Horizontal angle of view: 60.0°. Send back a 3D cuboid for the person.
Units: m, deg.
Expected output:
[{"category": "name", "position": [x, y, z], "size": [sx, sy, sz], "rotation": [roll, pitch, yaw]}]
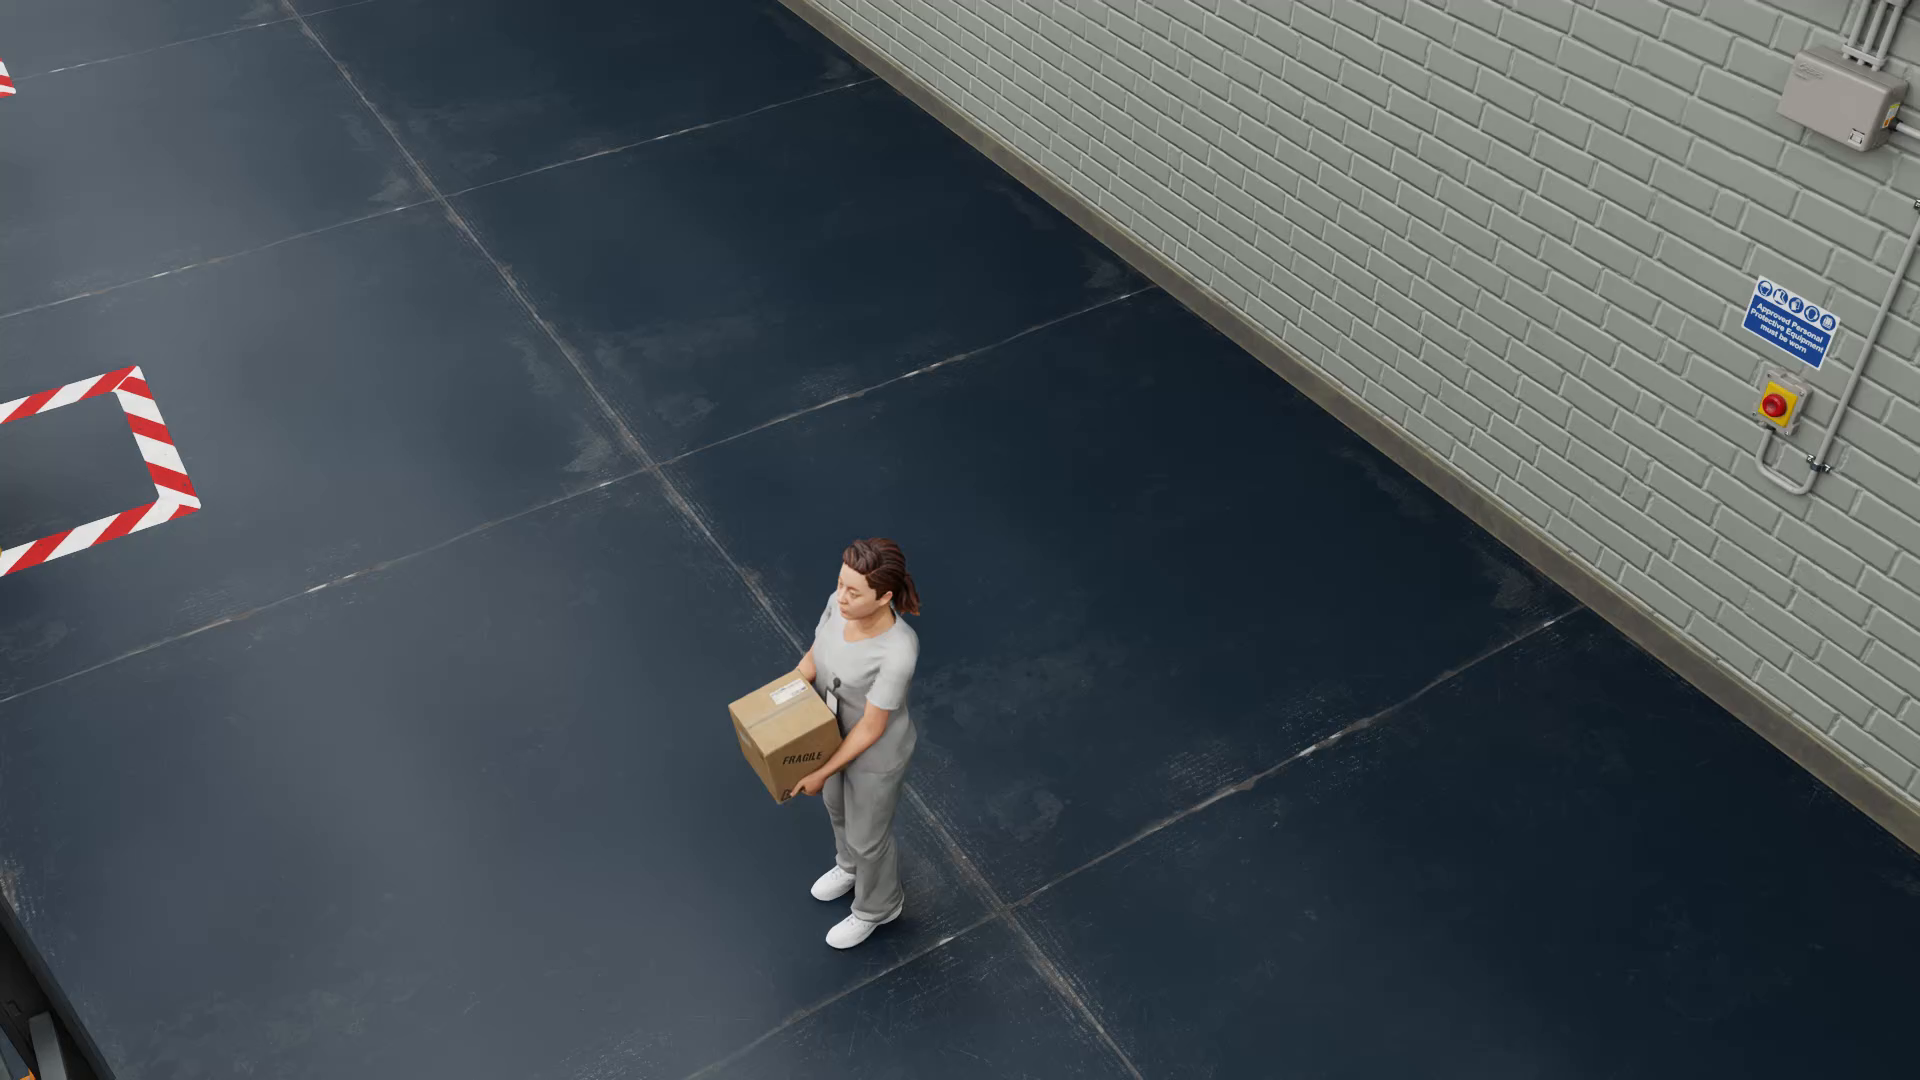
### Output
[{"category": "person", "position": [-0.364, 0.681, 5.383], "size": [0.541, 1.667, 0.436], "rotation": [-22, 46, -24]}]
